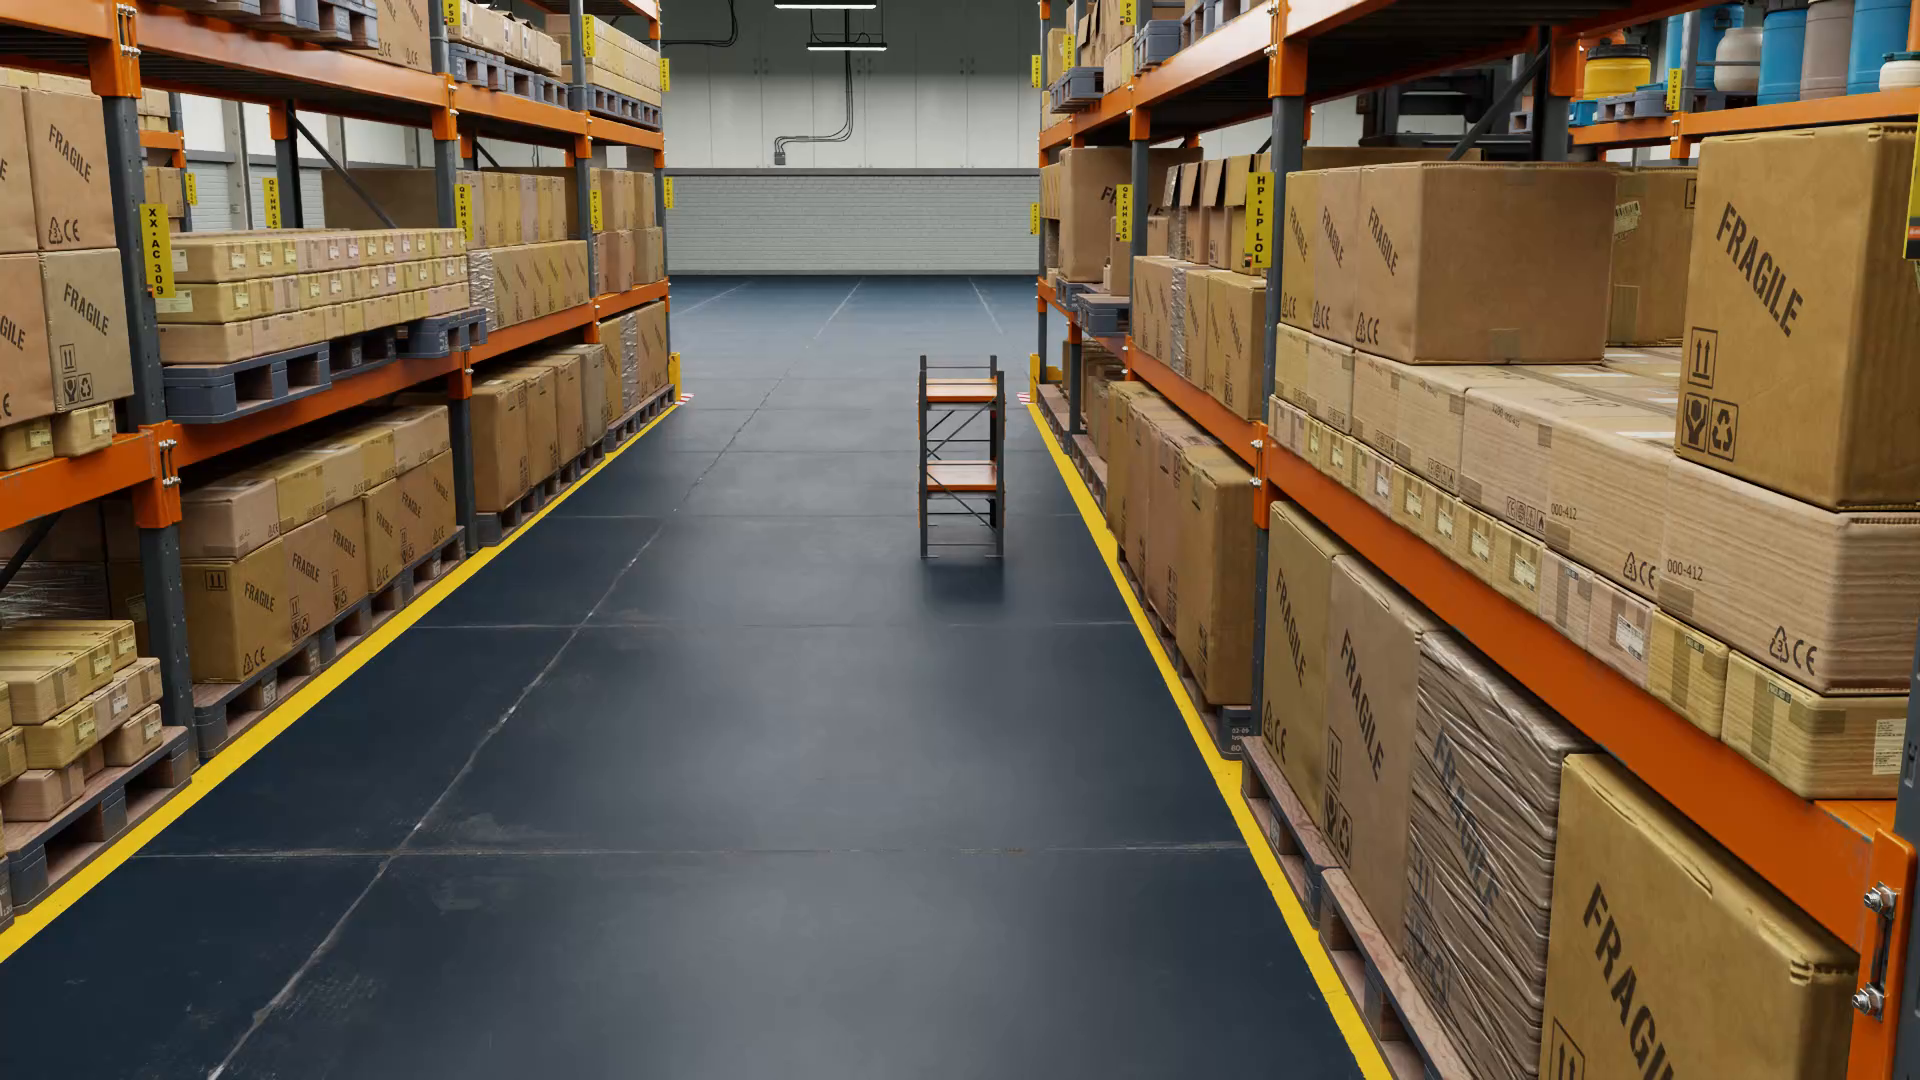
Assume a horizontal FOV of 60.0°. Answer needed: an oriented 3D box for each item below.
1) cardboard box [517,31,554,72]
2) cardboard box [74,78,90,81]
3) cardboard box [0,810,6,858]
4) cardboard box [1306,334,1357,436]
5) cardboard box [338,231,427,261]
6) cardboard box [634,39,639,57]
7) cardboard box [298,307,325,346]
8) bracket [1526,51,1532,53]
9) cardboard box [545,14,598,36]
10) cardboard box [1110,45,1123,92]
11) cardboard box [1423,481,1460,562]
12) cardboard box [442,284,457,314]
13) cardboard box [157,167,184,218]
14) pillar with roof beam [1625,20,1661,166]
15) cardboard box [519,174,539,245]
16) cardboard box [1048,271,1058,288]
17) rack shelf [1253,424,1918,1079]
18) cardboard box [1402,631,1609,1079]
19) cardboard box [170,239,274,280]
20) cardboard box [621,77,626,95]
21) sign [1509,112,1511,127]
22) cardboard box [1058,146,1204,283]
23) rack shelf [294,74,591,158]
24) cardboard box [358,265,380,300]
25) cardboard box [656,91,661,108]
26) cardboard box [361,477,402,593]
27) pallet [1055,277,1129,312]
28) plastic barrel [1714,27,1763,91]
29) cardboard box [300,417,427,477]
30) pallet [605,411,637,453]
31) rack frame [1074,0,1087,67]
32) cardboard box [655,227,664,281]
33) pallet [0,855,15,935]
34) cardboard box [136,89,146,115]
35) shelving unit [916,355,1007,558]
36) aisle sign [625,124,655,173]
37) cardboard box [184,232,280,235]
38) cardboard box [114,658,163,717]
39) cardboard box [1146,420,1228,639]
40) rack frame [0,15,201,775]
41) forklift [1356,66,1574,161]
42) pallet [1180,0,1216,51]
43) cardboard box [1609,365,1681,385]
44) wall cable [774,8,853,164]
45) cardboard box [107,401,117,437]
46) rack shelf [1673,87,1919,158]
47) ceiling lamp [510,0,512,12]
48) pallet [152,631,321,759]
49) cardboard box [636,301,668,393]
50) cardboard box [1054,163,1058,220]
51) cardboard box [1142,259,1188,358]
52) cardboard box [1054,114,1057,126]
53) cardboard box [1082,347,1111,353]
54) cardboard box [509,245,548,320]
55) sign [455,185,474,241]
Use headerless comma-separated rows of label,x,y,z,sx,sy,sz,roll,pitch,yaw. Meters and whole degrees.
cardboard box,-3.292,-3.587,12.222,0.500,0.250,0.500,0,11,-2
cardboard box,-8.200,-4.302,15.302,0.380,0.149,0.250,0,11,0
cardboard box,-3.002,0.884,4.774,0.380,0.149,0.250,0,11,-1
cardboard box,1.342,-0.469,4.957,0.500,0.250,0.500,0,11,-1
cardboard box,-2.969,-1.509,8.532,0.380,0.149,0.250,0,11,1
cardboard box,-3.248,-4.650,15.708,0.380,0.149,0.250,0,11,-2
cardboard box,-2.937,-0.908,7.065,0.380,0.149,0.250,0,11,-1
bracket,16.057,-14.004,47.899,0.076,0.066,3.189,0,11,-1
cardboard box,-3.205,-4.247,13.721,0.380,0.149,0.250,0,11,-1
cardboard box,1.227,-2.974,10.508,0.500,0.250,0.500,0,11,-1
cardboard box,1.304,-0.045,3.871,0.380,0.149,0.250,0,11,0
cardboard box,-2.982,-1.322,9.109,0.380,0.149,0.250,0,11,-1
cardboard box,-8.338,-3.519,16.847,0.700,0.500,0.500,-1,11,-3
pillar with roof beam,12.277,-10.594,40.147,9.100,9.000,0.548,0,11,-1
cardboard box,-3.499,-2.418,12.167,0.700,0.500,0.500,0,11,-1
cardboard box,1.042,-2.496,15.952,0.380,0.149,0.250,0,11,-1
rack shelf,1.630,0.160,4.037,1.077,0.370,4.000,0,11,-1
cardboard box,1.559,0.732,3.692,0.875,0.875,0.875,0,11,-1
cardboard box,-2.932,-1.100,6.516,0.380,0.149,0.250,0,11,0
cardboard box,-3.233,-4.109,15.049,0.380,0.149,0.250,0,11,-1
sign,5.743,-4.469,17.477,0.100,0.325,0.005,0,11,-1
cardboard box,1.300,-2.522,12.881,1.000,1.000,1.000,0,11,-1
rack shelf,-3.496,-2.900,11.576,1.077,0.370,4.000,0,11,-1
cardboard box,-2.955,-1.210,7.805,0.380,0.149,0.250,0,11,-2
cardboard box,-3.274,-4.513,17.038,0.380,0.149,0.250,0,11,-1
cardboard box,-3.146,-0.028,8.383,0.500,0.500,0.500,-1,11,-4
pallet,1.294,-1.934,13.031,1.003,0.211,1.213,0,11,-1
plastic barrel,6.563,-4.018,13.939,0.421,0.512,0.421,0,11,0
cardboard box,-3.157,-0.498,8.816,0.500,0.250,0.500,0,11,0
pallet,-3.475,-0.965,14.786,1.003,0.211,1.213,0,11,-1
rack frame,1.424,-5.121,13.167,1.000,3.000,0.127,0,11,-1
cardboard box,-3.567,-2.975,17.304,0.875,0.550,0.550,0,11,-1
pallet,-3.295,1.153,4.345,1.003,0.211,1.213,0,11,-1
cardboard box,-8.291,-4.277,16.180,0.500,0.250,0.500,0,11,-2
shelving unit,0.000,-0.550,10.441,0.538,1.125,1.048,0,11,-1
aisle sign,-3.322,-4.265,17.498,0.394,0.787,0.004,0,11,-1
cardboard box,-3.618,-1.458,8.282,0.380,0.149,0.250,0,11,1
cardboard box,-3.048,0.517,5.833,0.380,0.149,0.250,0,11,0
cardboard box,1.536,-0.060,7.597,1.225,0.875,0.875,-1,11,-3
rack frame,-3.372,-0.590,5.923,1.000,3.000,0.127,0,11,-1
forklift,3.042,-1.450,10.333,1.130,2.935,3.031,0,11,-1
pallet,1.599,-2.413,7.839,1.003,0.211,1.213,0,11,1
cardboard box,1.891,-0.271,3.979,0.500,0.250,0.500,0,11,-2
wall cable,-4.283,-13.969,48.228,2.305,6.003,0.169,0,11,-1
cardboard box,-3.132,-0.411,5.673,0.380,0.149,0.250,0,11,-2
rack shelf,6.417,-2.921,11.677,1.077,0.370,4.000,0,11,-1
ceiling lamp,-10.208,-13.787,41.205,2.000,3.185,0.800,0,11,-1
pallet,-3.390,0.622,6.963,1.003,0.211,1.213,0,11,-1
cardboard box,-3.540,-2.005,17.188,0.875,0.875,0.875,0,11,-1
cardboard box,1.118,-3.153,15.040,0.500,0.500,0.500,0,11,-1
cardboard box,1.257,-1.234,8.847,0.500,0.500,0.500,-1,11,-3
cardboard box,1.131,-3.971,15.422,0.500,0.250,0.500,0,11,1
cardboard box,1.378,-1.589,16.079,0.500,0.500,0.500,1,11,4
cardboard box,-3.226,-1.825,11.759,0.500,0.500,0.500,0,11,-2
sign,-2.912,-1.918,9.756,0.100,0.325,0.005,0,11,-1
